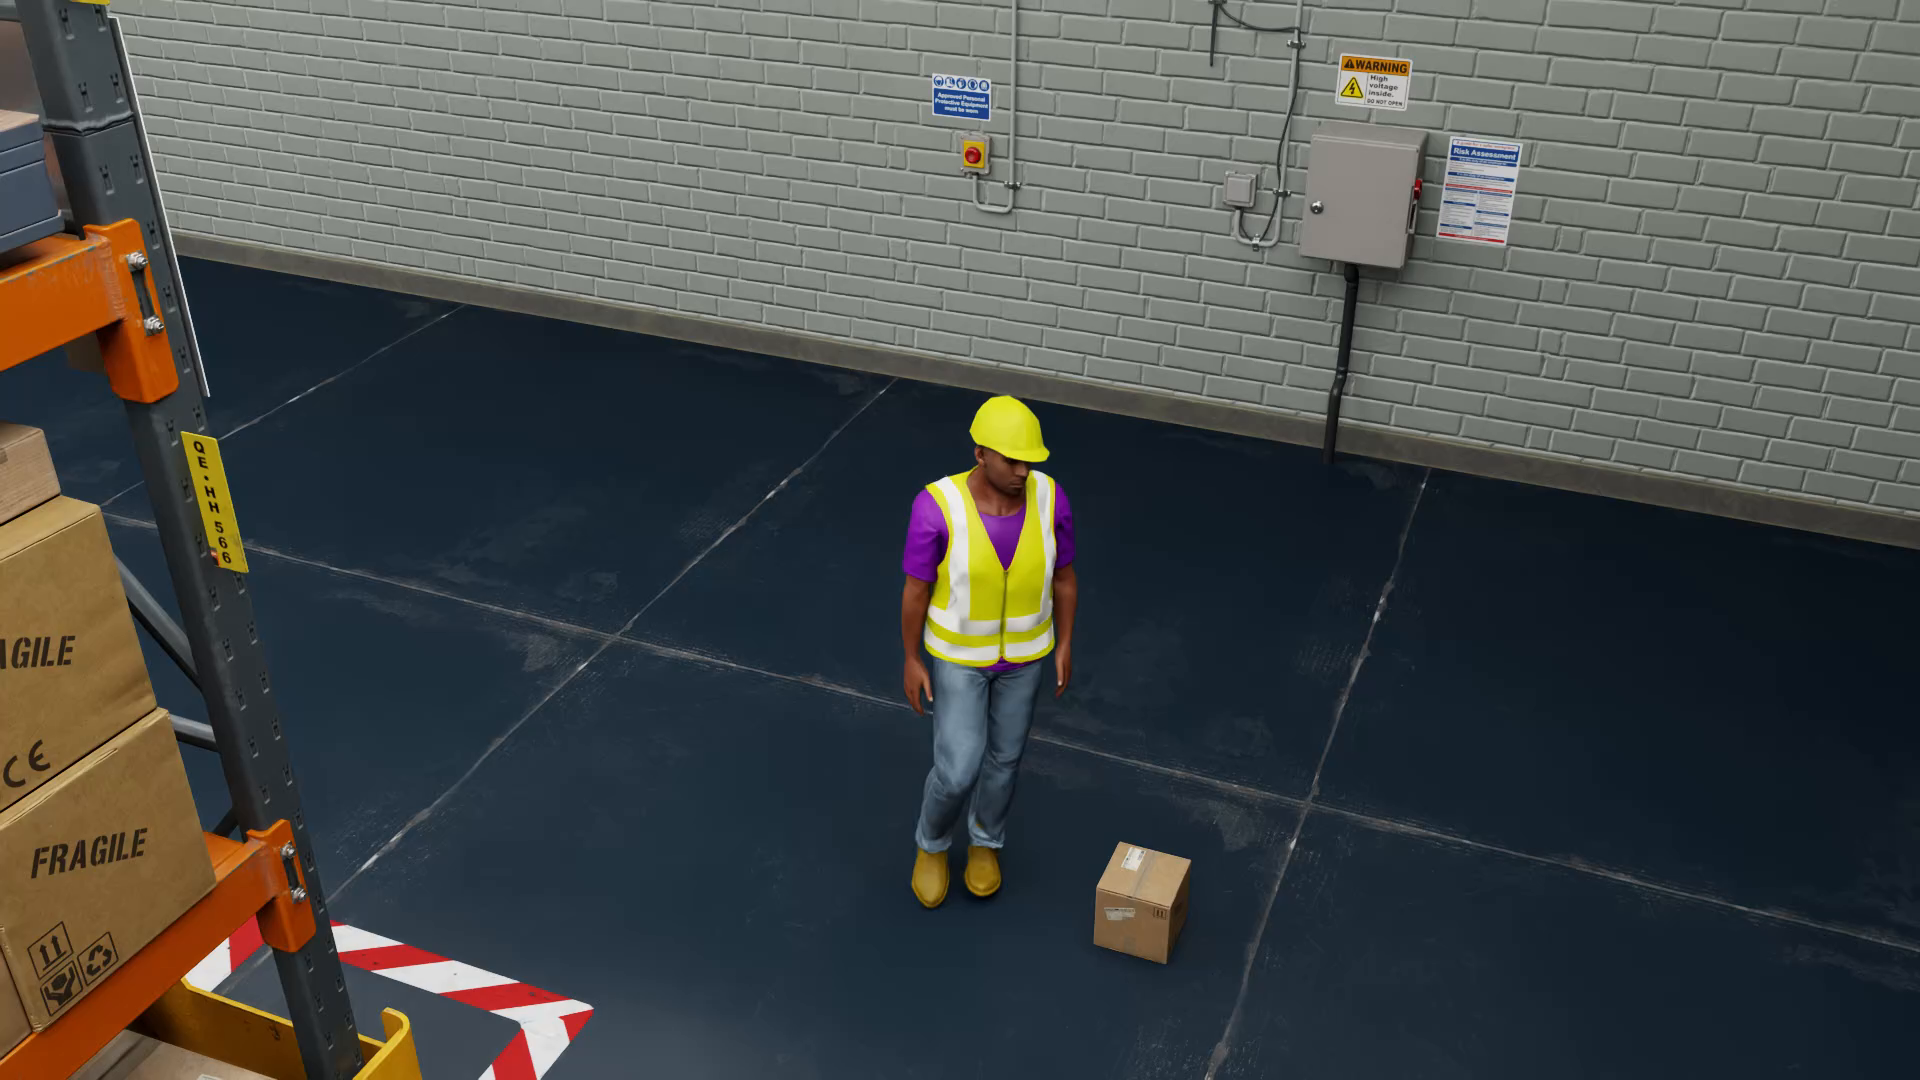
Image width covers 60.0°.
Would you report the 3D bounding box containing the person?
[{"bbox_3d":[0.107,0.380,5.408,0.602,1.772,0.439,-8,30,-14],"label":"person"}]
